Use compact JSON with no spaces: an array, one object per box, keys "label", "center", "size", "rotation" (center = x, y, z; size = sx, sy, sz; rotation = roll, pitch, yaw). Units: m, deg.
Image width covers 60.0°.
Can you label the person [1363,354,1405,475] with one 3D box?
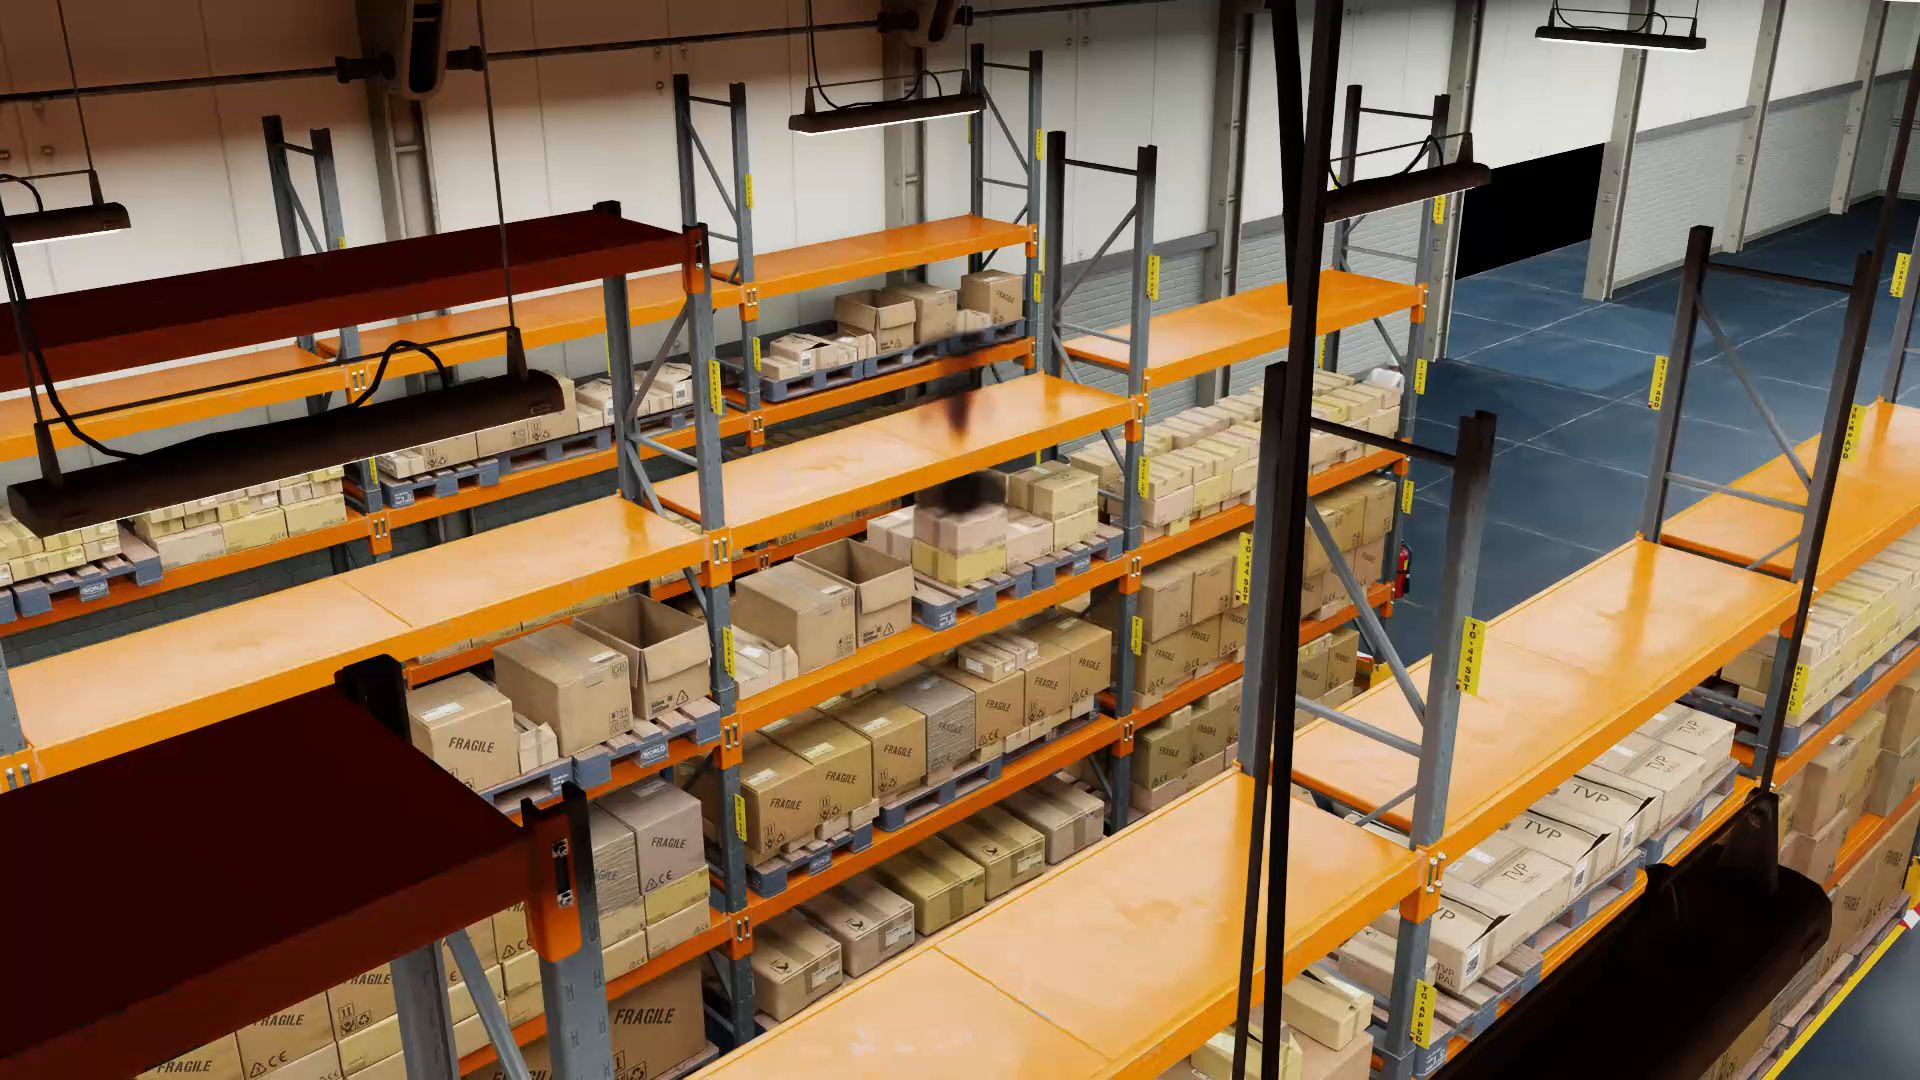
[{"label":"person","center":[5.704,-1.653,22.677],"size":[0.682,1.721,0.935],"rotation":[16,28,34]}]
